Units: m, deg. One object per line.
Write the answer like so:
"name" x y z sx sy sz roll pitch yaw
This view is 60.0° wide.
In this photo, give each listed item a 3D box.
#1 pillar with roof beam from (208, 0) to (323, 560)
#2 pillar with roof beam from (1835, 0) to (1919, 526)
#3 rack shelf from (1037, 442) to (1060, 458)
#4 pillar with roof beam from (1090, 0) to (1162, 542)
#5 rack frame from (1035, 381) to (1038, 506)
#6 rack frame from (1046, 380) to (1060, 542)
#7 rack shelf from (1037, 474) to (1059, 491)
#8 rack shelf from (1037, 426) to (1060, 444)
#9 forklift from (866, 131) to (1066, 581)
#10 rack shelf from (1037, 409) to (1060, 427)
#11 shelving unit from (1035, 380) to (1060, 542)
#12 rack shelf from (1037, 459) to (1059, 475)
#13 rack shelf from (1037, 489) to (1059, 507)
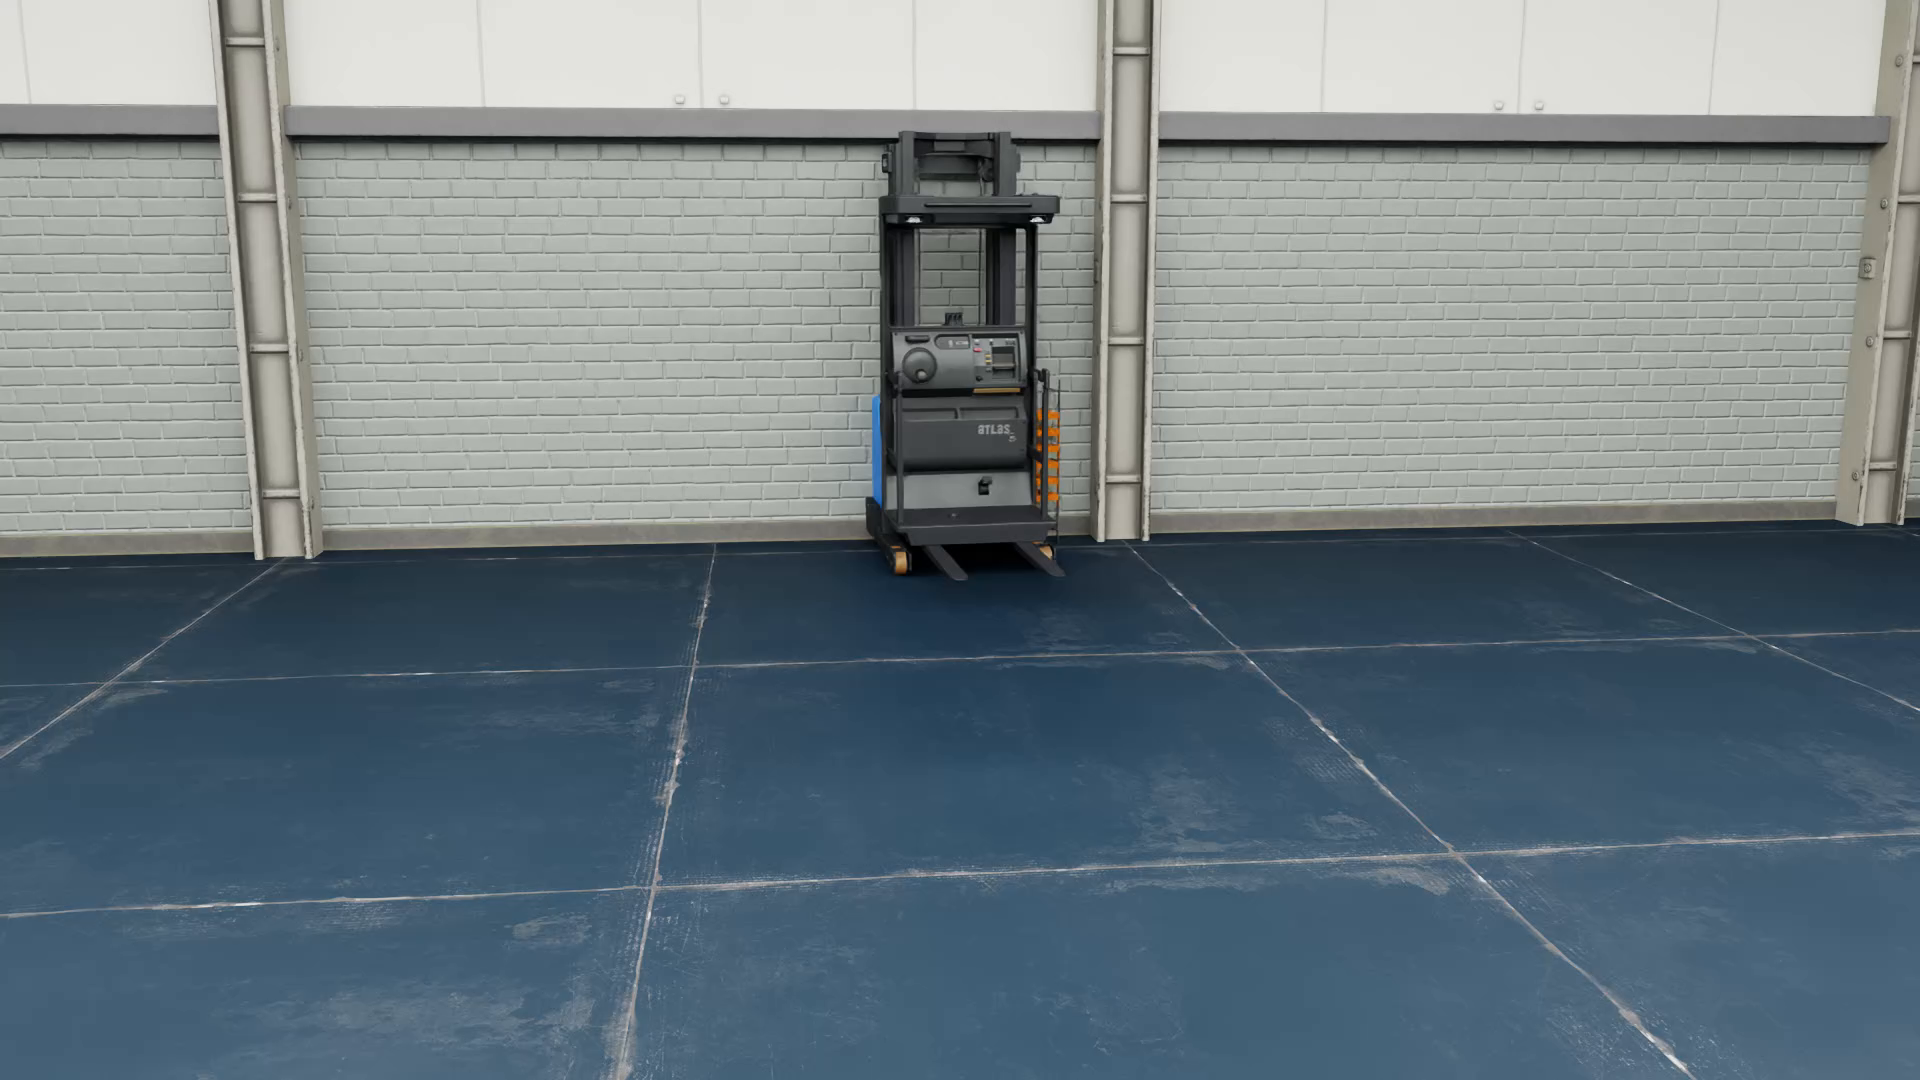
"pillar with roof beam" -4.305 -3.486 6.771 0.400 9.000 9.100 -1 11 -6
"pillar with roof beam" 7.625 -3.736 8.043 0.400 9.000 9.100 -1 11 -6
"rack shelf" 0.593 -0.661 12.230 0.180 0.103 0.258 -5 12 -24
"pillar with roof beam" 1.660 -3.611 7.407 0.400 9.000 9.100 -1 11 -6
"rack frame" 0.510 -0.580 12.208 0.006 1.200 0.240 -5 12 -24
"rack frame" 0.676 -0.595 12.282 0.006 1.200 0.240 -5 12 -24
"rack shelf" 0.593 -0.426 12.276 0.180 0.103 0.258 -5 12 -24
"rack shelf" 0.593 -0.779 12.207 0.180 0.103 0.258 -5 12 -24
"forklift" 0.038 -1.276 11.260 1.130 2.935 3.031 -2 11 -10
"rack shelf" 0.593 -0.897 12.184 0.180 0.103 0.258 -5 12 -24
"shelving unit" 0.593 -0.587 12.245 0.189 1.200 0.258 -5 12 -24
"rack shelf" 0.593 -0.544 12.253 0.180 0.103 0.258 -5 12 -24
"rack shelf" 0.593 -0.308 12.300 0.180 0.103 0.258 -5 12 -24
